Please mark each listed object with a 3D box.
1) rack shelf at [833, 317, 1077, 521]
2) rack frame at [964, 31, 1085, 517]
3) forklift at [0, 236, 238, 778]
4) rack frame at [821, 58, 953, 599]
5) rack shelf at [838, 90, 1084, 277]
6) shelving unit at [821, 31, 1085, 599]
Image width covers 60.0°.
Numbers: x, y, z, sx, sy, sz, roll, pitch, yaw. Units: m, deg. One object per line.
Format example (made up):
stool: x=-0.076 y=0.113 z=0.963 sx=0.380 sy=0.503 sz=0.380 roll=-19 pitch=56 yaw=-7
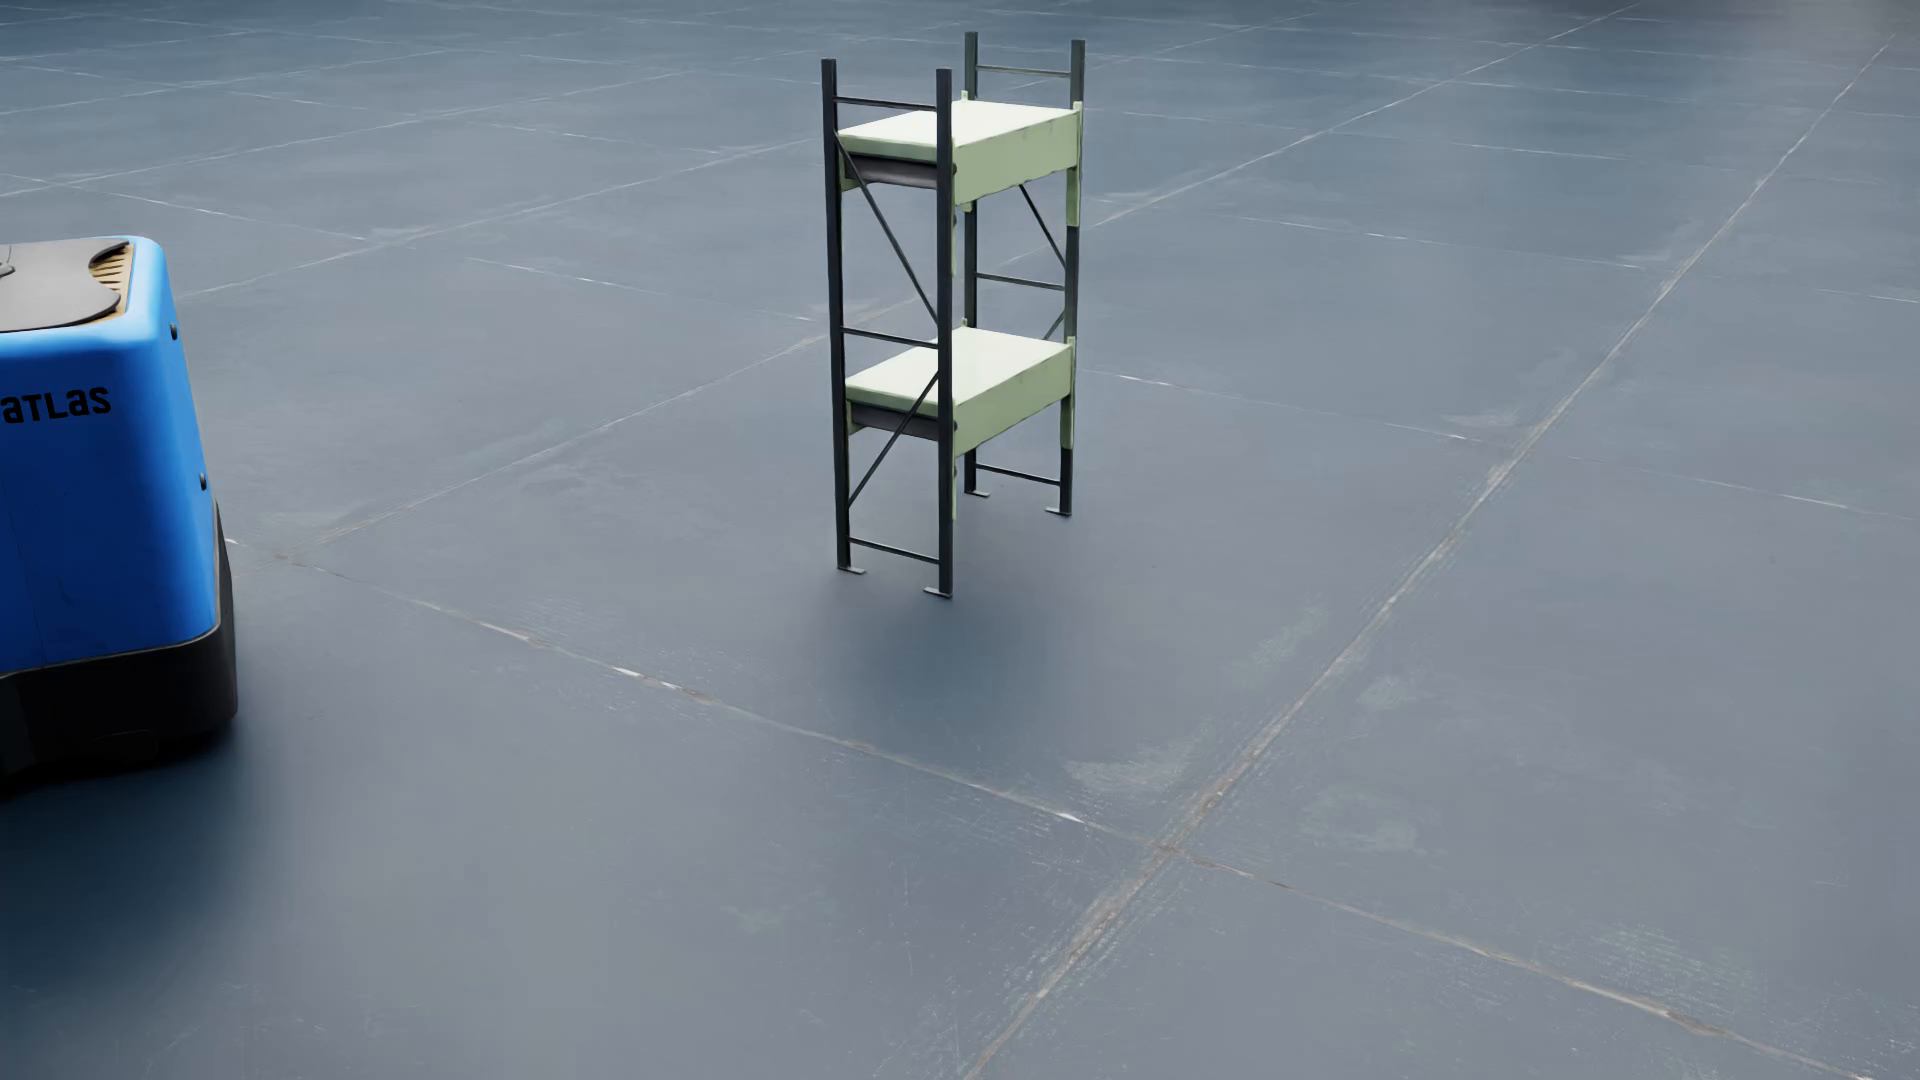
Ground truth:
rack shelf: x=-0.004 y=-0.387 z=5.076 sx=0.431 sy=0.370 sz=0.720 roll=14 pitch=27 yaw=29
rack frame: x=0.190 y=-0.810 z=5.232 sx=0.400 sy=1.500 sz=0.023 roll=14 pitch=27 yaw=29
forklift: x=-3.344 y=-0.783 z=3.370 sx=3.031 sy=2.935 sz=1.130 roll=-10 pitch=25 yaw=-21
rack frame: x=-0.197 y=-0.562 z=4.661 sx=0.400 sy=1.500 sz=0.023 roll=14 pitch=27 yaw=29
rack shelf: x=-0.003 y=-1.044 z=4.792 sx=0.431 sy=0.370 sz=0.720 roll=14 pitch=27 yaw=29
shelving unit: x=-0.004 y=-0.686 z=4.947 sx=0.431 sy=1.500 sz=0.755 roll=14 pitch=27 yaw=29
